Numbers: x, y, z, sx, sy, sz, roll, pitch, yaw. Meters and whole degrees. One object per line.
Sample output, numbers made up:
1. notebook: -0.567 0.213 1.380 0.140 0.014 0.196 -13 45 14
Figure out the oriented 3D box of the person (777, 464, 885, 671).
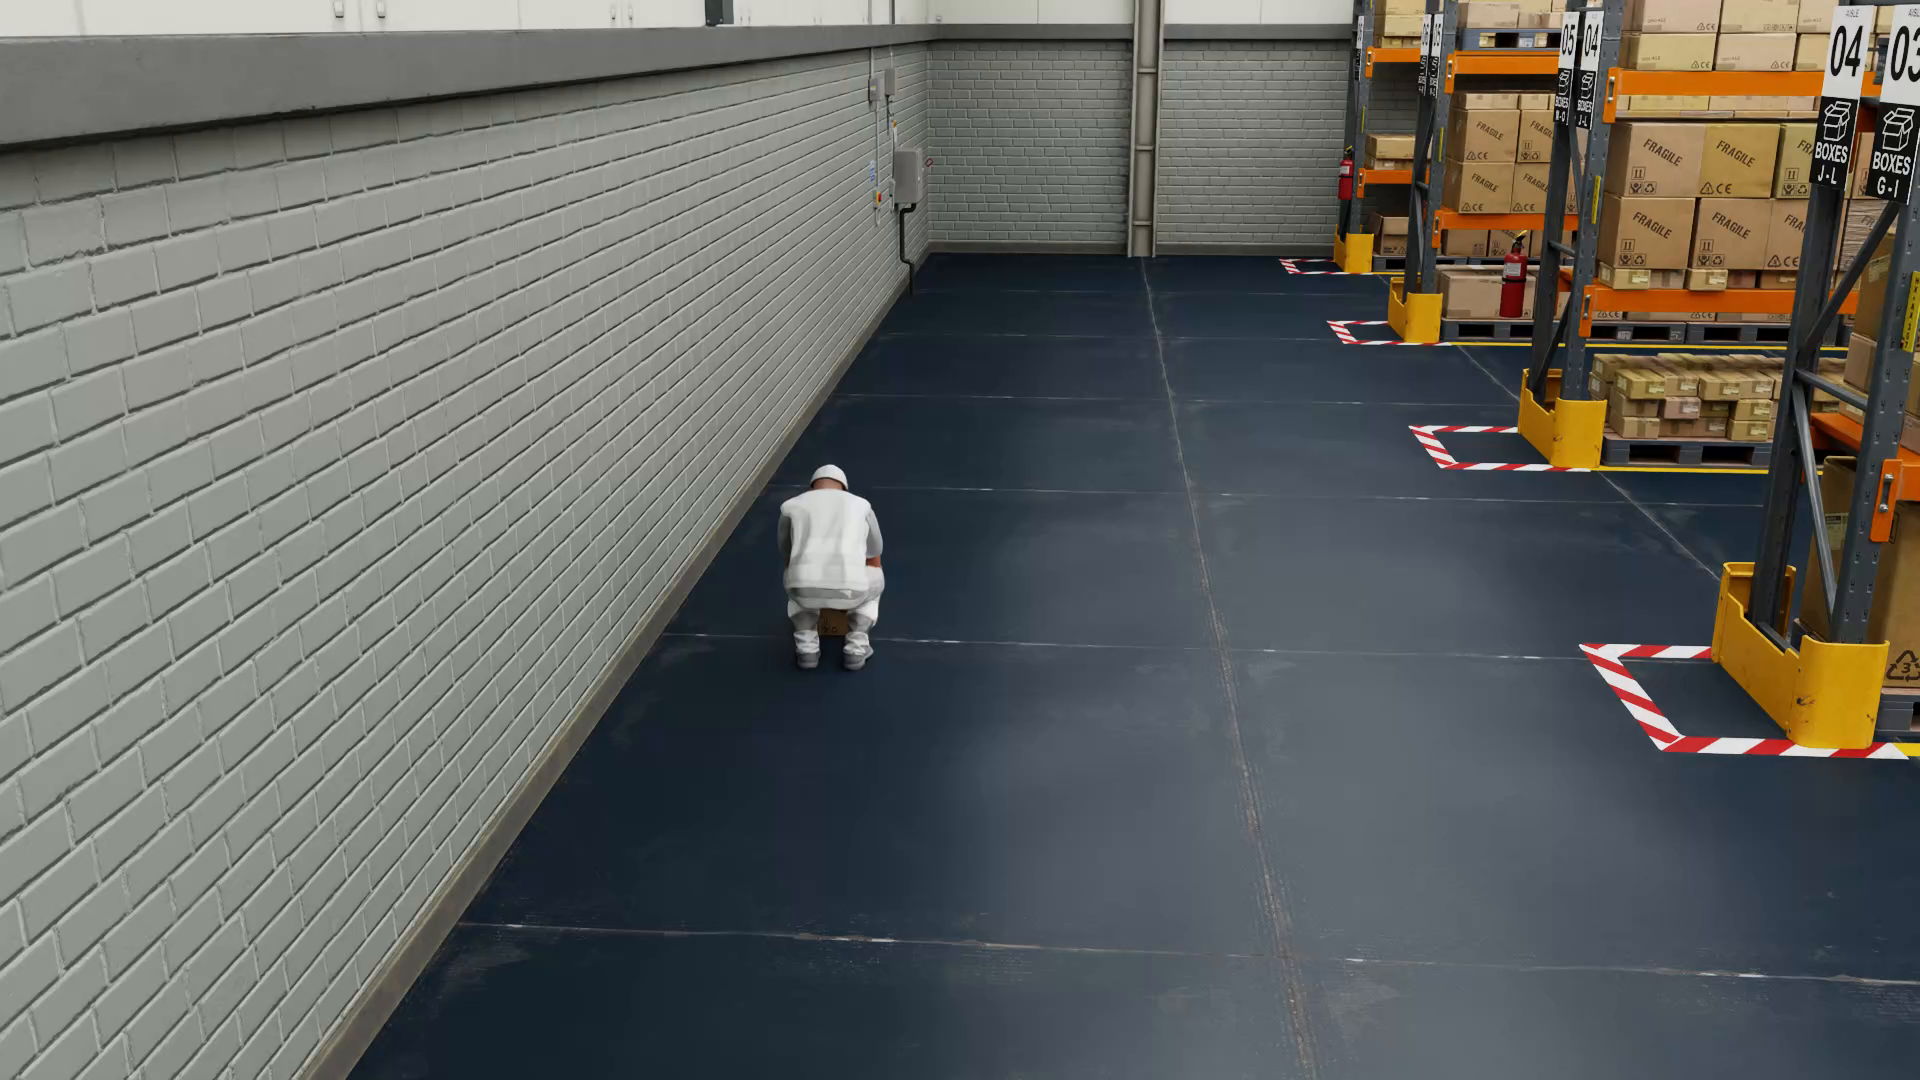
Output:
1. person: -0.671 0.142 8.520 0.571 0.920 0.886 1 17 4
